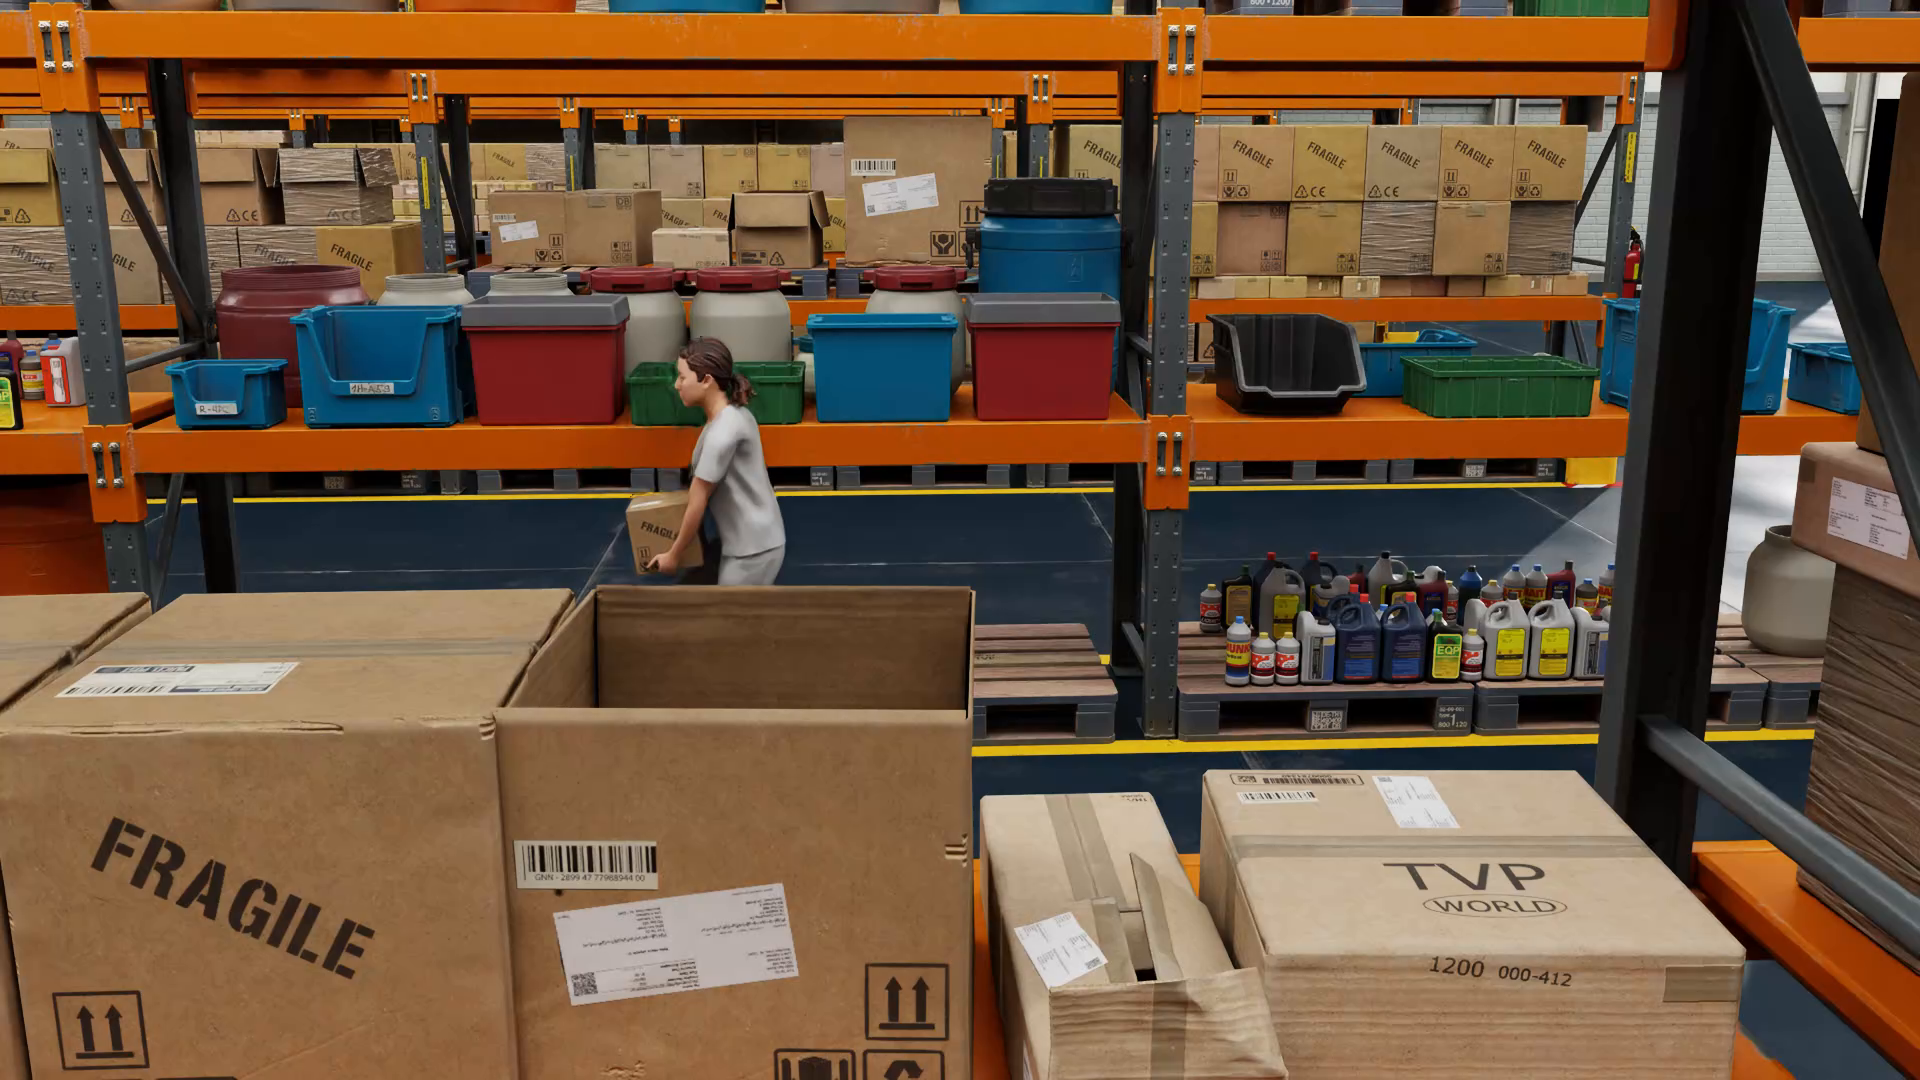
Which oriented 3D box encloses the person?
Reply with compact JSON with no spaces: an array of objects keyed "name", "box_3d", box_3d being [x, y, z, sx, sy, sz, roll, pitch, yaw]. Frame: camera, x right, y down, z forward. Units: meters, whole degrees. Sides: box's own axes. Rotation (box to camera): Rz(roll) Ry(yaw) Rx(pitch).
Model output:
[{"name":"person","box_3d":[-0.919,0.055,6.330,0.516,1.653,0.439,-1,14,-4]}]
